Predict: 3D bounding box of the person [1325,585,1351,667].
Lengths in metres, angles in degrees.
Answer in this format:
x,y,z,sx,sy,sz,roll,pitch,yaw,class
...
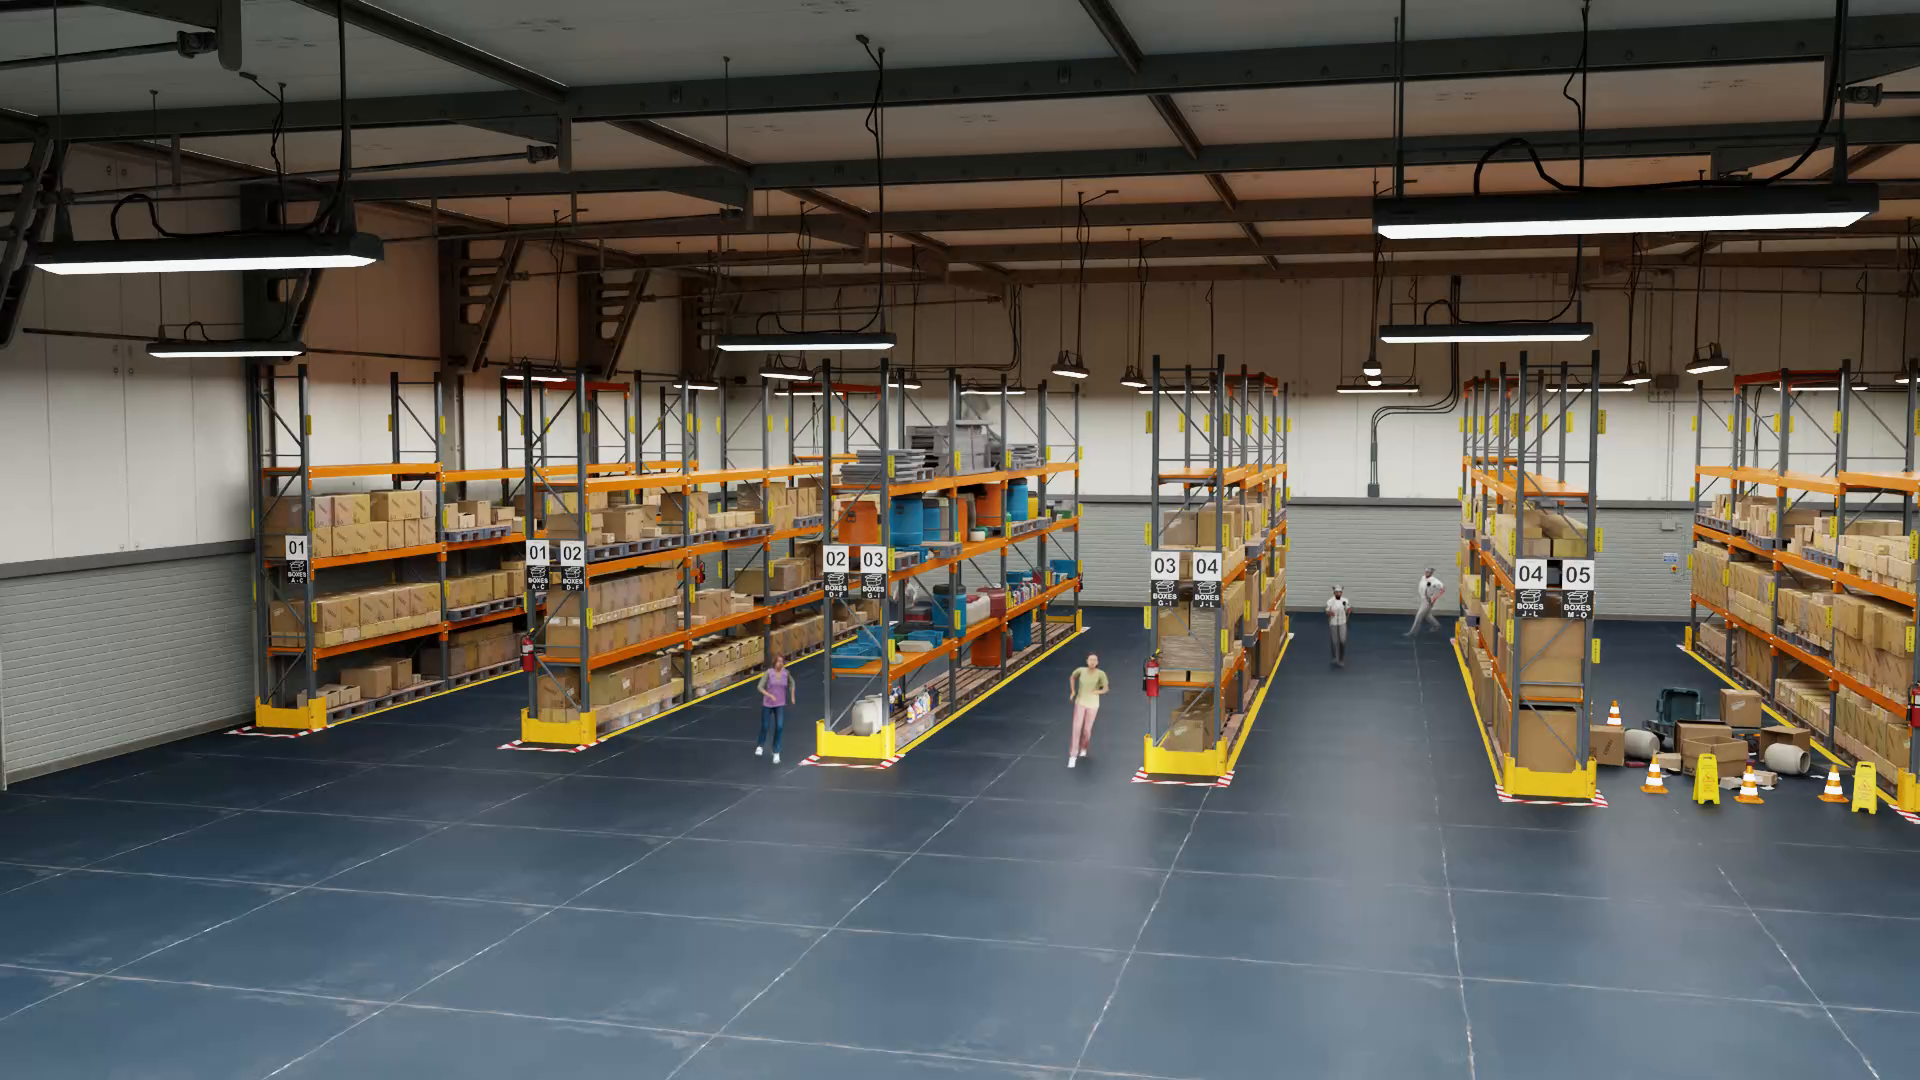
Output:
x,y,z,sx,sy,sz,roll,pitch,yaw,class
7.866,1.791,34.604,0.531,1.733,0.738,1,4,12,person

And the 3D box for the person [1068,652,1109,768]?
x,y,z,sx,sy,sz,roll,pitch,yaw,class
1.917,2.476,24.656,0.583,1.673,0.908,0,4,7,person

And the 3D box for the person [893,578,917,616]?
x,y,z,sx,sy,sz,roll,pitch,yaw,class
-1.260,1.591,38.216,0.541,1.582,0.994,1,4,10,person

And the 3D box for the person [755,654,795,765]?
x,y,z,sx,sy,sz,roll,pitch,yaw,class
-2.743,2.508,24.841,0.601,1.632,0.655,-1,4,-16,person

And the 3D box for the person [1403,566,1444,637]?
x,y,z,sx,sy,sz,roll,pitch,yaw,class
11.045,1.445,39.220,1.007,1.712,0.751,-1,4,-18,person
